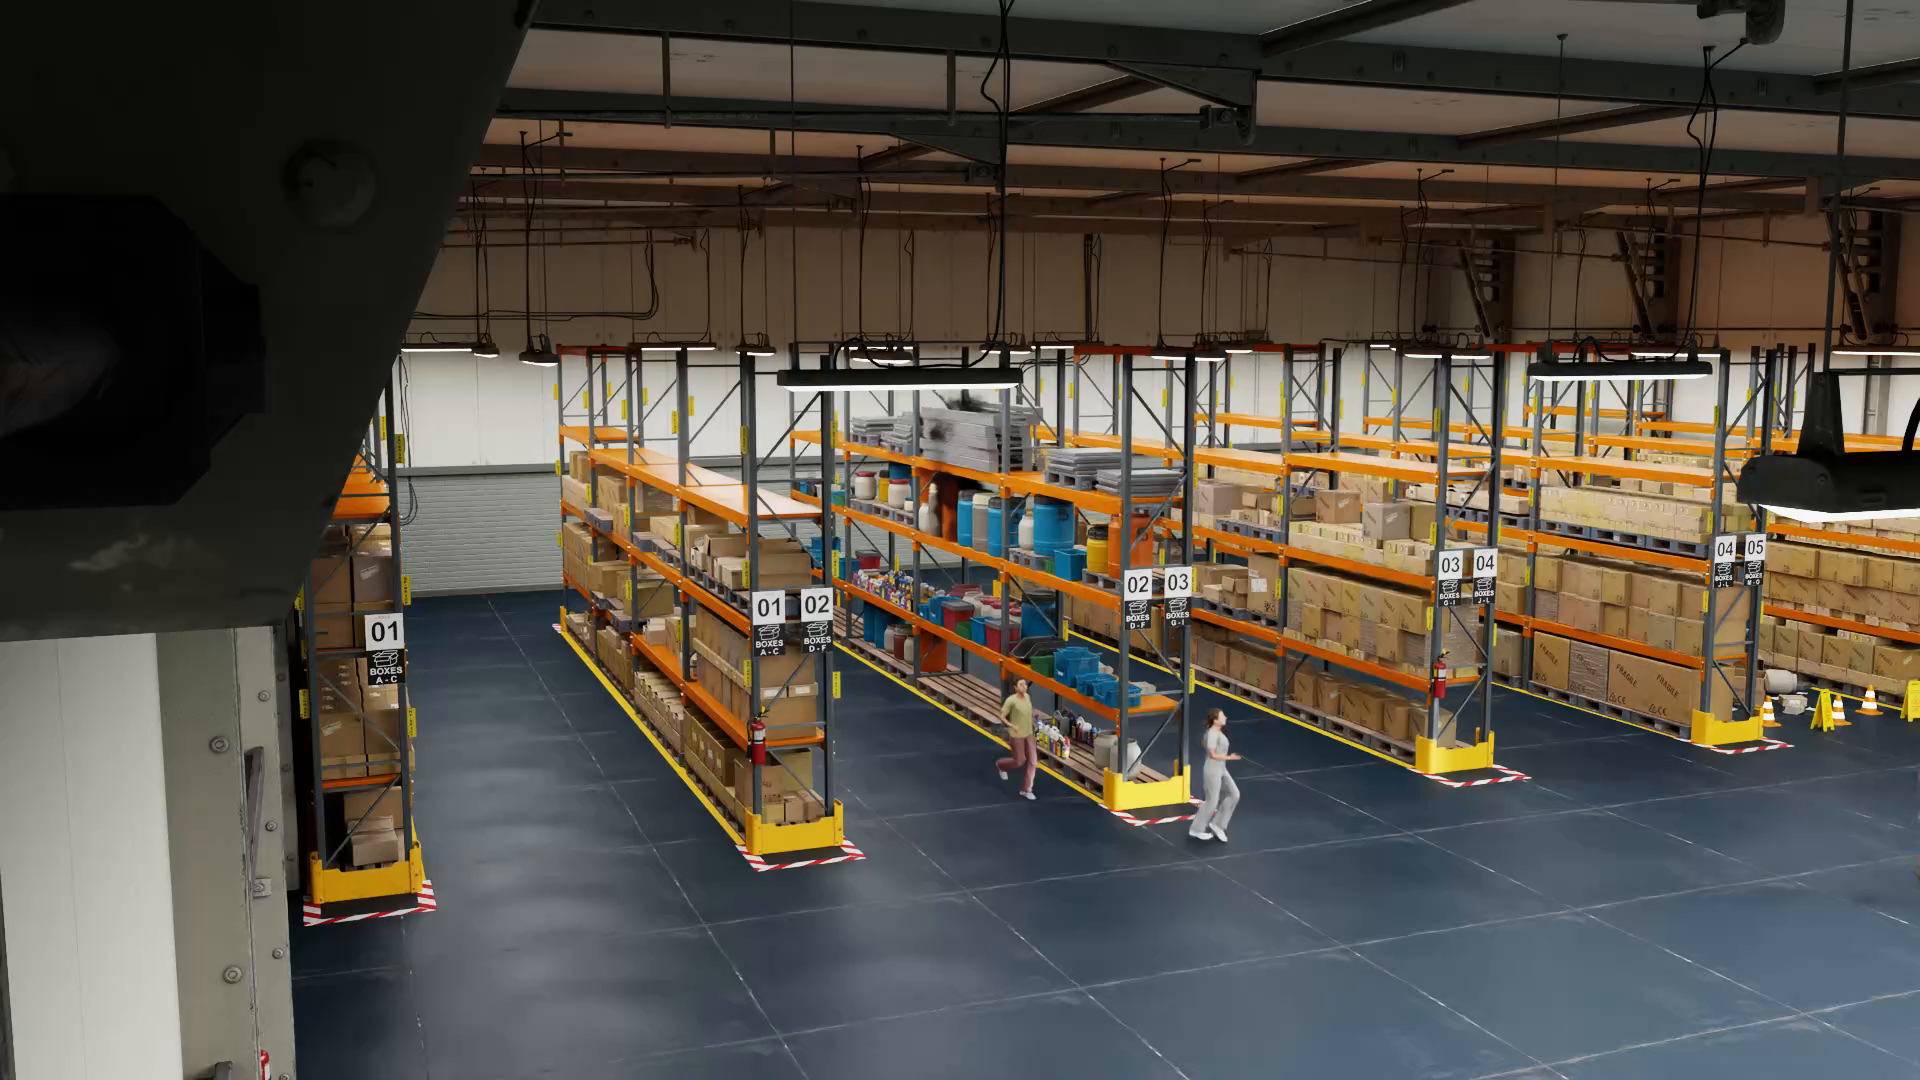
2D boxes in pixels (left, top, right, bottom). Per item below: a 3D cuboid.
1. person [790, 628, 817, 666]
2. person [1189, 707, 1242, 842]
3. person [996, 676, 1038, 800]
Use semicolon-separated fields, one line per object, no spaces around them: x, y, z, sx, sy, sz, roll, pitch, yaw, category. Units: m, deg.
-2.765;1.775;29.284;0.642;1.717;0.647;-4;8;-31;person
3.179;2.905;20.595;0.640;1.693;0.564;3;8;19;person
0.791;2.660;22.649;0.557;1.654;0.791;-5;9;-35;person
